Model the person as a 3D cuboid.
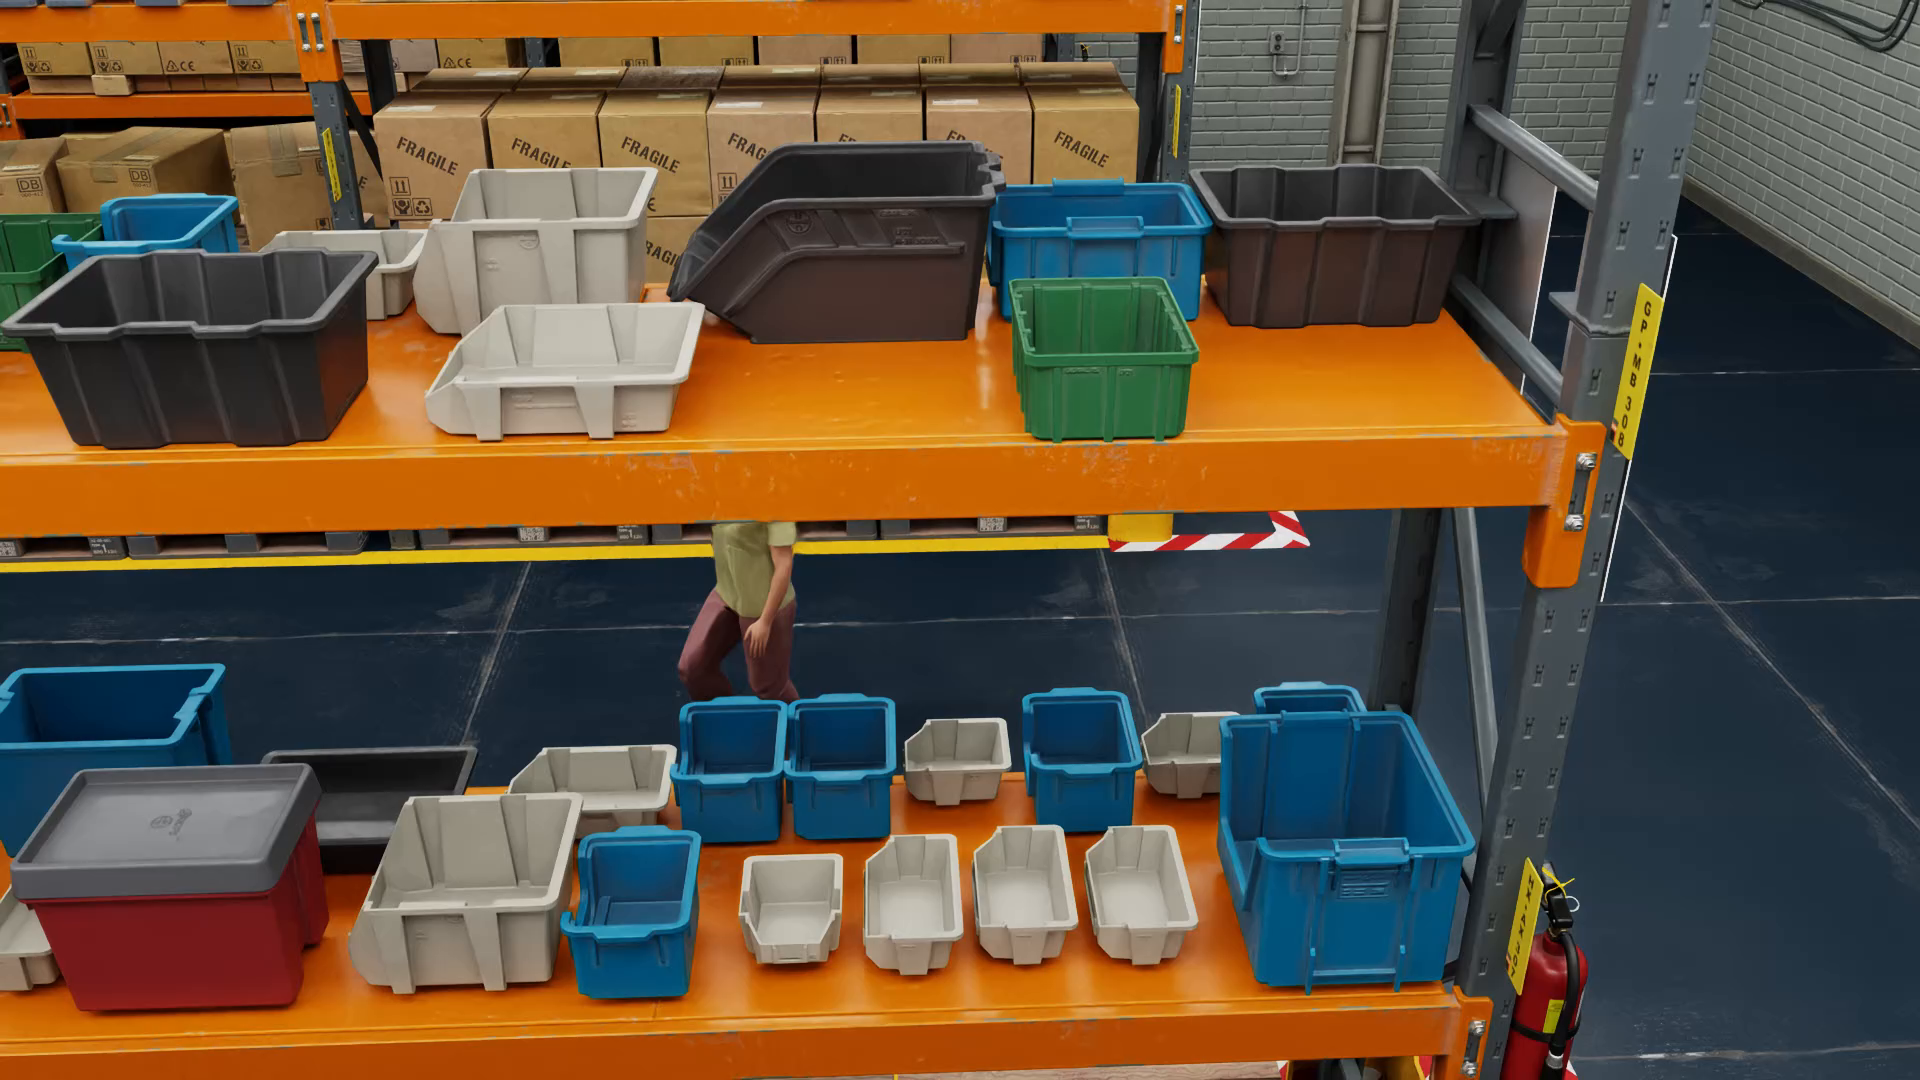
[{"bbox_3d":[-0.850,0.386,6.658,0.481,1.435,0.492,-19,33,-32],"label":"person"}]
